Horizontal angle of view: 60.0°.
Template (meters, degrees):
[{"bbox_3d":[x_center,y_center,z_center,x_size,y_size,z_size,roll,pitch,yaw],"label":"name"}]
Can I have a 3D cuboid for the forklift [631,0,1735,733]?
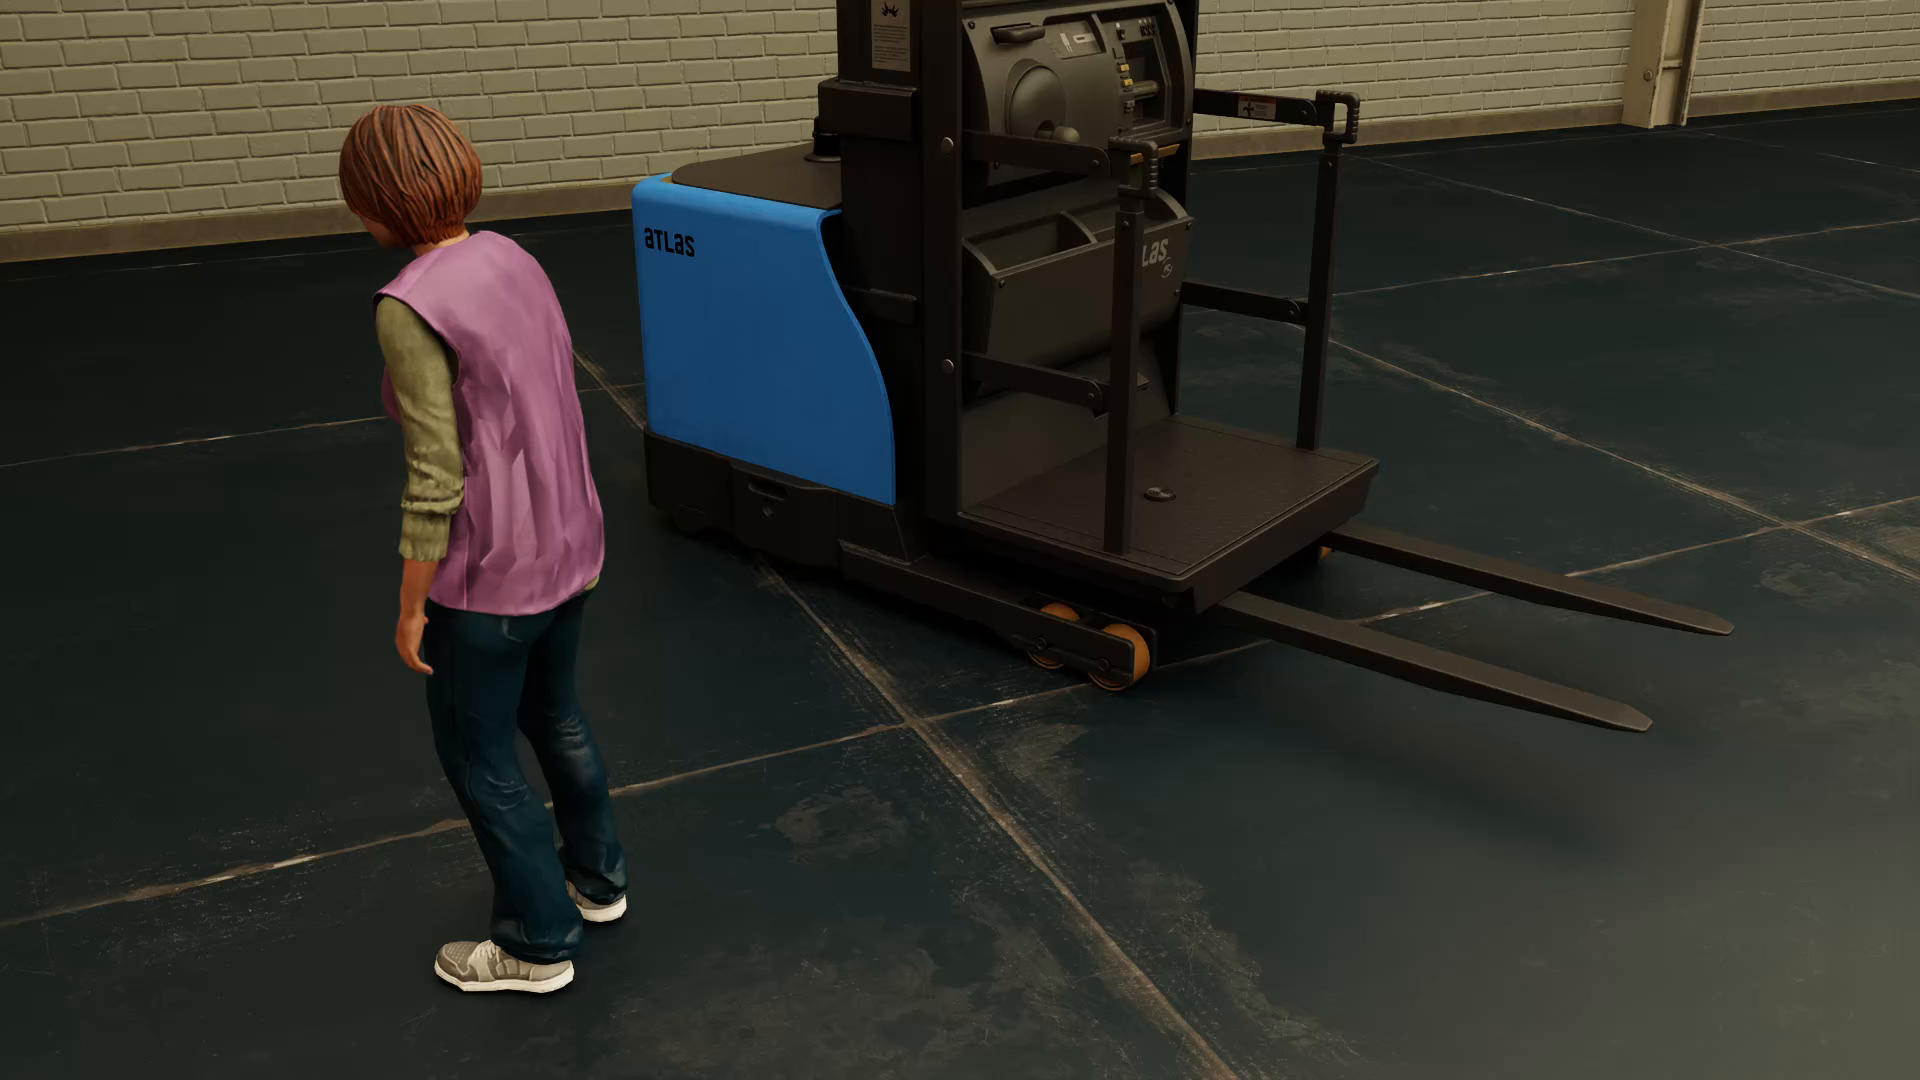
[{"bbox_3d":[0.489,-1.203,4.182,3.031,2.935,1.130,17,28,35],"label":"forklift"}]

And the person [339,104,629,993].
[{"bbox_3d":[-0.803,0.058,2.891,0.347,1.593,0.478,7,24,17],"label":"person"}]
